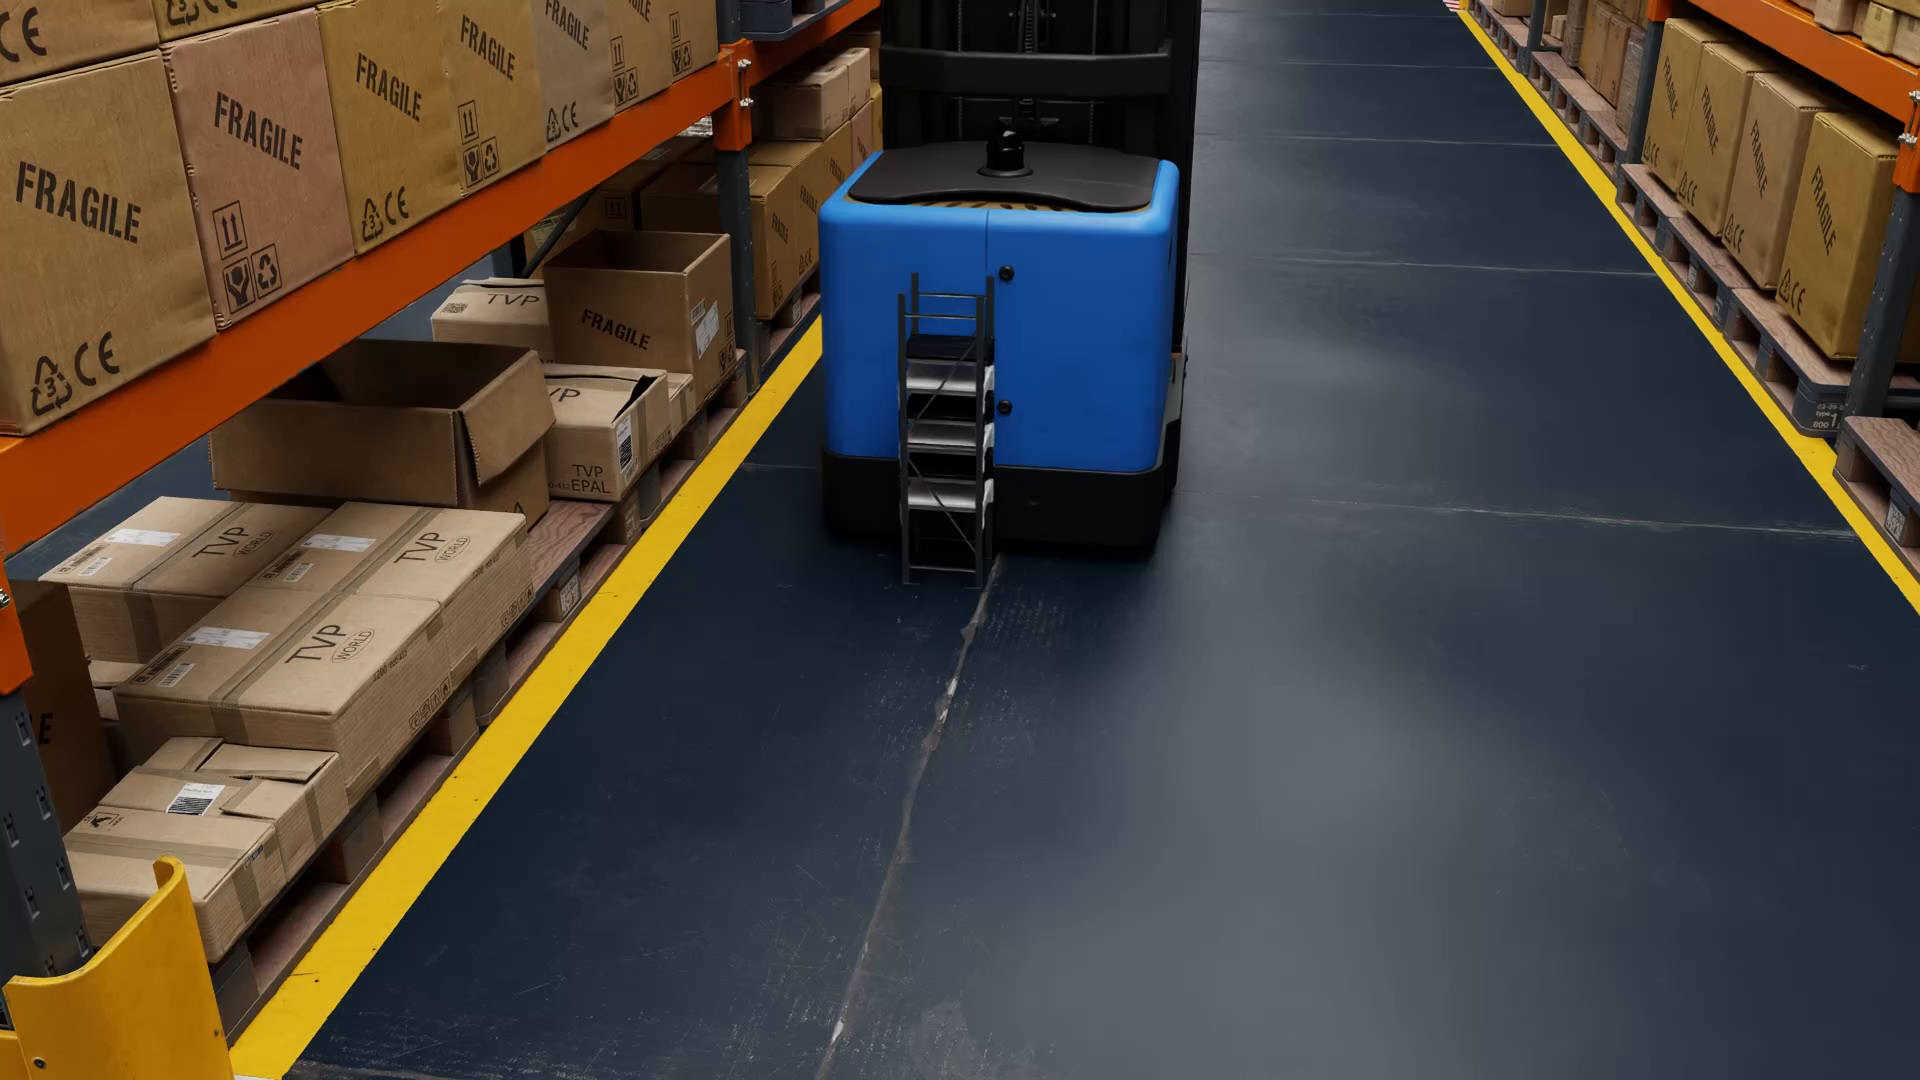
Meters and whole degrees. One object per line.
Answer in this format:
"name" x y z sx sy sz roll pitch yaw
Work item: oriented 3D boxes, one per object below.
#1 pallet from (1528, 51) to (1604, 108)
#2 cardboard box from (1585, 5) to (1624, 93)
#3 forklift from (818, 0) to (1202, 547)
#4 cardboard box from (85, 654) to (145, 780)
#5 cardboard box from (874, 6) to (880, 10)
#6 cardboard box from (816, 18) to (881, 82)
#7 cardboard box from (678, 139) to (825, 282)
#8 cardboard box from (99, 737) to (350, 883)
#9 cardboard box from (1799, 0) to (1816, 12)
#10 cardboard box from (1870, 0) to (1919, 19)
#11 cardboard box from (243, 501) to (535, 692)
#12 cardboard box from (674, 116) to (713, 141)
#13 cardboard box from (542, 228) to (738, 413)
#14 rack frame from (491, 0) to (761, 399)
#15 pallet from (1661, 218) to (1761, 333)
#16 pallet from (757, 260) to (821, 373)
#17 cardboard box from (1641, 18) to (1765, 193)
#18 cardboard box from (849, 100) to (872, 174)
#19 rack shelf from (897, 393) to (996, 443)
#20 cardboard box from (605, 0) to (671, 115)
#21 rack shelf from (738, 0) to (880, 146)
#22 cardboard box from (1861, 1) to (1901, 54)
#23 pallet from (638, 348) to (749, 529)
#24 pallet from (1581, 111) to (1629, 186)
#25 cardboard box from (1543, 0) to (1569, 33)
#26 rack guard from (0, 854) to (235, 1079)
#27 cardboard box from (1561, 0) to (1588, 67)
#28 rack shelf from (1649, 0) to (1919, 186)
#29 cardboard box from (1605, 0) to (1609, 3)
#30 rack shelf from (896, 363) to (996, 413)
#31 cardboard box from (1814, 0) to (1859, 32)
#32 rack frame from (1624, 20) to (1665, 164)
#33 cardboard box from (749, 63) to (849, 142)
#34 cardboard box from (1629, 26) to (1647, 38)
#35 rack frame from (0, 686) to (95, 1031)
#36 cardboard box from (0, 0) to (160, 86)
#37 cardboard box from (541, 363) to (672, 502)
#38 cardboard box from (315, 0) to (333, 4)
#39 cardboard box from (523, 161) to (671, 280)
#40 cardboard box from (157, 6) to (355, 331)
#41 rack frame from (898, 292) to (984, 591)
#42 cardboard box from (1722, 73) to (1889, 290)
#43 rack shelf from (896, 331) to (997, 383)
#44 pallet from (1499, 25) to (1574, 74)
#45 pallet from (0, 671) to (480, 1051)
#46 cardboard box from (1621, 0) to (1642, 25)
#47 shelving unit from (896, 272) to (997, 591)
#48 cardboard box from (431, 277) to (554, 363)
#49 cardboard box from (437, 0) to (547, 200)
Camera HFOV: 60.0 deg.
"pallet" 4.784 -3.378 12.218 1.003 0.211 1.213 4 25 9
"cardboard box" 4.648 -3.295 11.180 0.700 0.500 0.500 4 25 9
"forklift" 0.310 -1.903 5.857 1.130 2.935 3.031 4 25 8
"cardboard box" -1.938 0.387 3.709 0.380 0.166 0.250 4 25 9
"cardboard box" -0.625 -3.499 11.274 0.500 0.311 0.500 4 25 8
"cardboard box" -0.558 -2.611 8.835 0.500 0.250 0.500 5 26 11
"cardboard box" -0.889 -1.439 7.215 0.500 0.500 0.500 4 25 9
"cardboard box" -1.490 0.539 3.384 0.380 0.166 0.250 4 25 9
"cardboard box" 3.630 -2.205 6.696 0.380 0.149 0.250 3 25 7
"cardboard box" 3.430 -2.020 5.536 0.500 0.500 0.500 4 25 8
"cardboard box" -1.406 0.131 4.157 0.500 0.250 0.500 4 25 9
"cardboard box" -1.316 -1.672 7.713 0.500 0.500 0.500 4 25 9
"cardboard box" -1.098 -0.772 5.790 0.500 0.500 0.500 4 25 9
"rack frame" -1.285 -1.962 5.904 1.000 3.000 0.127 4 25 9
"pallet" 3.852 -1.198 7.560 1.003 0.211 1.213 4 25 9
"pallet" -1.189 -1.042 7.228 1.003 0.211 1.213 4 25 9
"cardboard box" 4.007 -2.212 8.478 0.750 0.750 0.750 4 25 8
"cardboard box" -0.717 -1.859 8.113 0.500 0.500 0.500 3 25 7
"rack shelf" -0.037 -0.361 4.825 0.258 0.077 0.200 4 25 8
"cardboard box" -1.196 -1.565 4.938 0.500 0.500 0.500 5 25 10
"rack shelf" -0.958 -2.473 7.844 1.077 0.370 4.000 4 25 9
"cardboard box" 3.397 -1.784 5.796 0.380 0.149 0.250 4 25 9
"pallet" -1.398 -0.412 5.882 1.003 0.211 1.213 4 25 9
"pallet" 4.386 -2.358 10.038 1.003 0.211 1.213 4 25 9
"cardboard box" 5.040 -4.471 13.693 0.500 0.500 0.500 2 25 5
"rack guard" -1.926 0.811 2.928 1.175 0.500 0.348 4 25 9
"cardboard box" 4.806 -3.725 12.099 0.700 0.500 0.500 5 26 10
"rack shelf" 3.930 -2.132 7.114 1.077 0.370 4.000 4 25 9
"cardboard box" 4.738 -3.880 11.546 0.500 0.250 0.500 3 25 7
"rack shelf" -0.037 -0.442 4.787 0.258 0.077 0.200 4 25 8
"cardboard box" 3.469 -2.004 6.266 0.380 0.149 0.250 4 25 9
"rack frame" 4.256 -3.294 8.749 1.000 3.000 0.127 4 25 9
"cardboard box" -0.802 -1.973 7.472 0.500 0.250 0.500 4 25 9
"cardboard box" 4.522 -2.873 10.279 0.700 0.500 0.500 4 25 8
"rack frame" -1.935 -0.289 2.330 0.949 2.616 0.053 4 25 9
"cardboard box" -1.606 -0.955 2.455 0.500 0.500 0.500 5 26 10
"cardboard box" -1.221 -0.372 5.160 0.500 0.311 0.500 4 25 9
"cardboard box" -1.441 -1.383 3.369 0.500 0.500 0.500 4 25 9
"cardboard box" -1.487 -1.256 6.824 0.500 0.500 0.500 4 25 8
"cardboard box" -1.527 -0.718 3.128 0.500 0.500 0.500 4 25 8
"rack frame" -0.053 -0.267 4.758 0.240 0.900 0.006 4 25 8
"cardboard box" 3.723 -1.490 6.936 0.750 0.750 0.750 5 26 10
"rack shelf" -0.037 -0.524 4.749 0.258 0.077 0.200 4 25 8
"pallet" 4.985 -3.987 13.519 1.003 0.211 1.213 4 25 9
"pallet" -1.797 0.608 3.702 1.003 0.211 1.213 4 25 9
"cardboard box" 4.557 -3.455 10.638 0.500 0.250 0.500 4 25 8
"shelving unit" -0.037 -0.309 4.849 0.258 0.900 0.210 4 25 8
"cardboard box" -1.567 -0.783 6.038 0.500 0.311 0.500 4 25 9
"cardboard box" -1.359 -1.137 4.023 0.500 0.500 0.500 4 25 9
